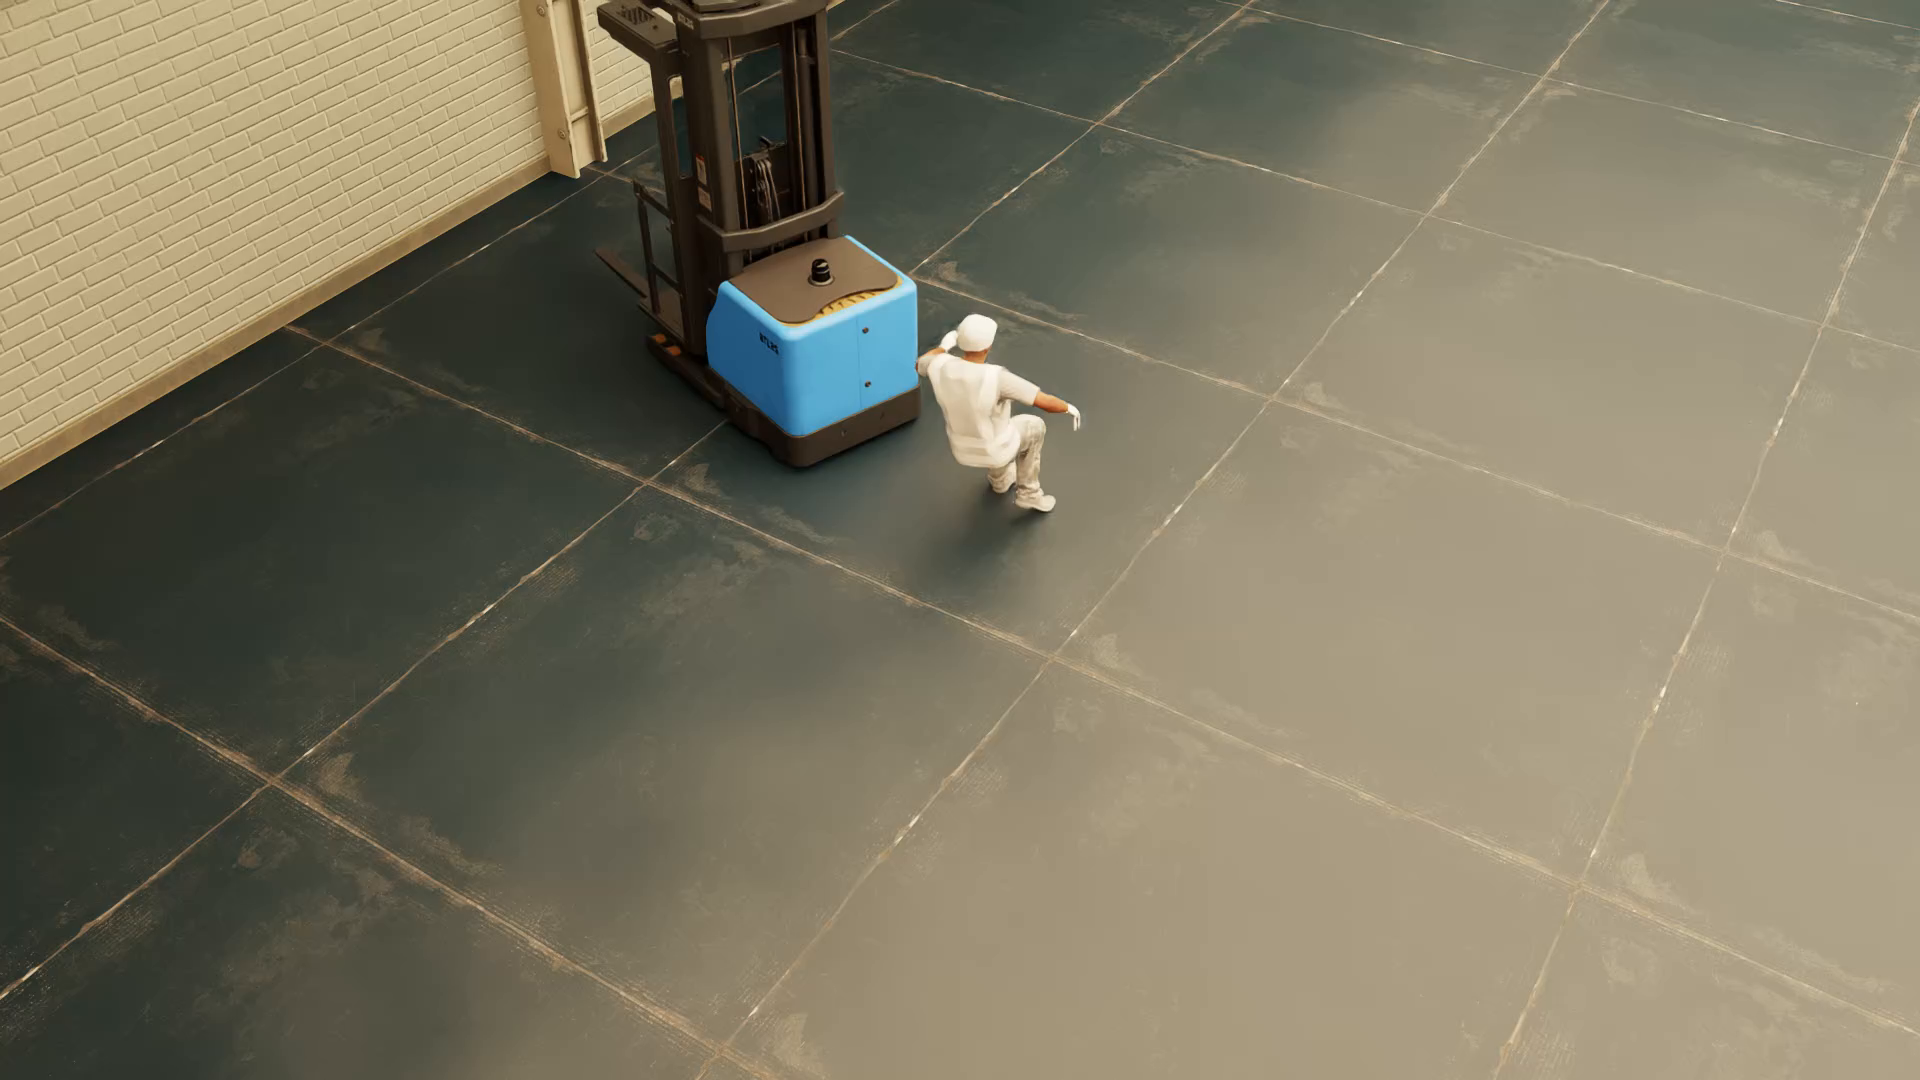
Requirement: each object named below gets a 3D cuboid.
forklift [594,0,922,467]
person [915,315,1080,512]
[{"bbox_3d":[-1.554,-2.486,10.901,1.130,2.935,3.031,-26,47,-28],"label":"forklift"},{"bbox_3d":[0.247,-0.778,9.968,1.027,1.543,0.882,14,42,16],"label":"person"}]
